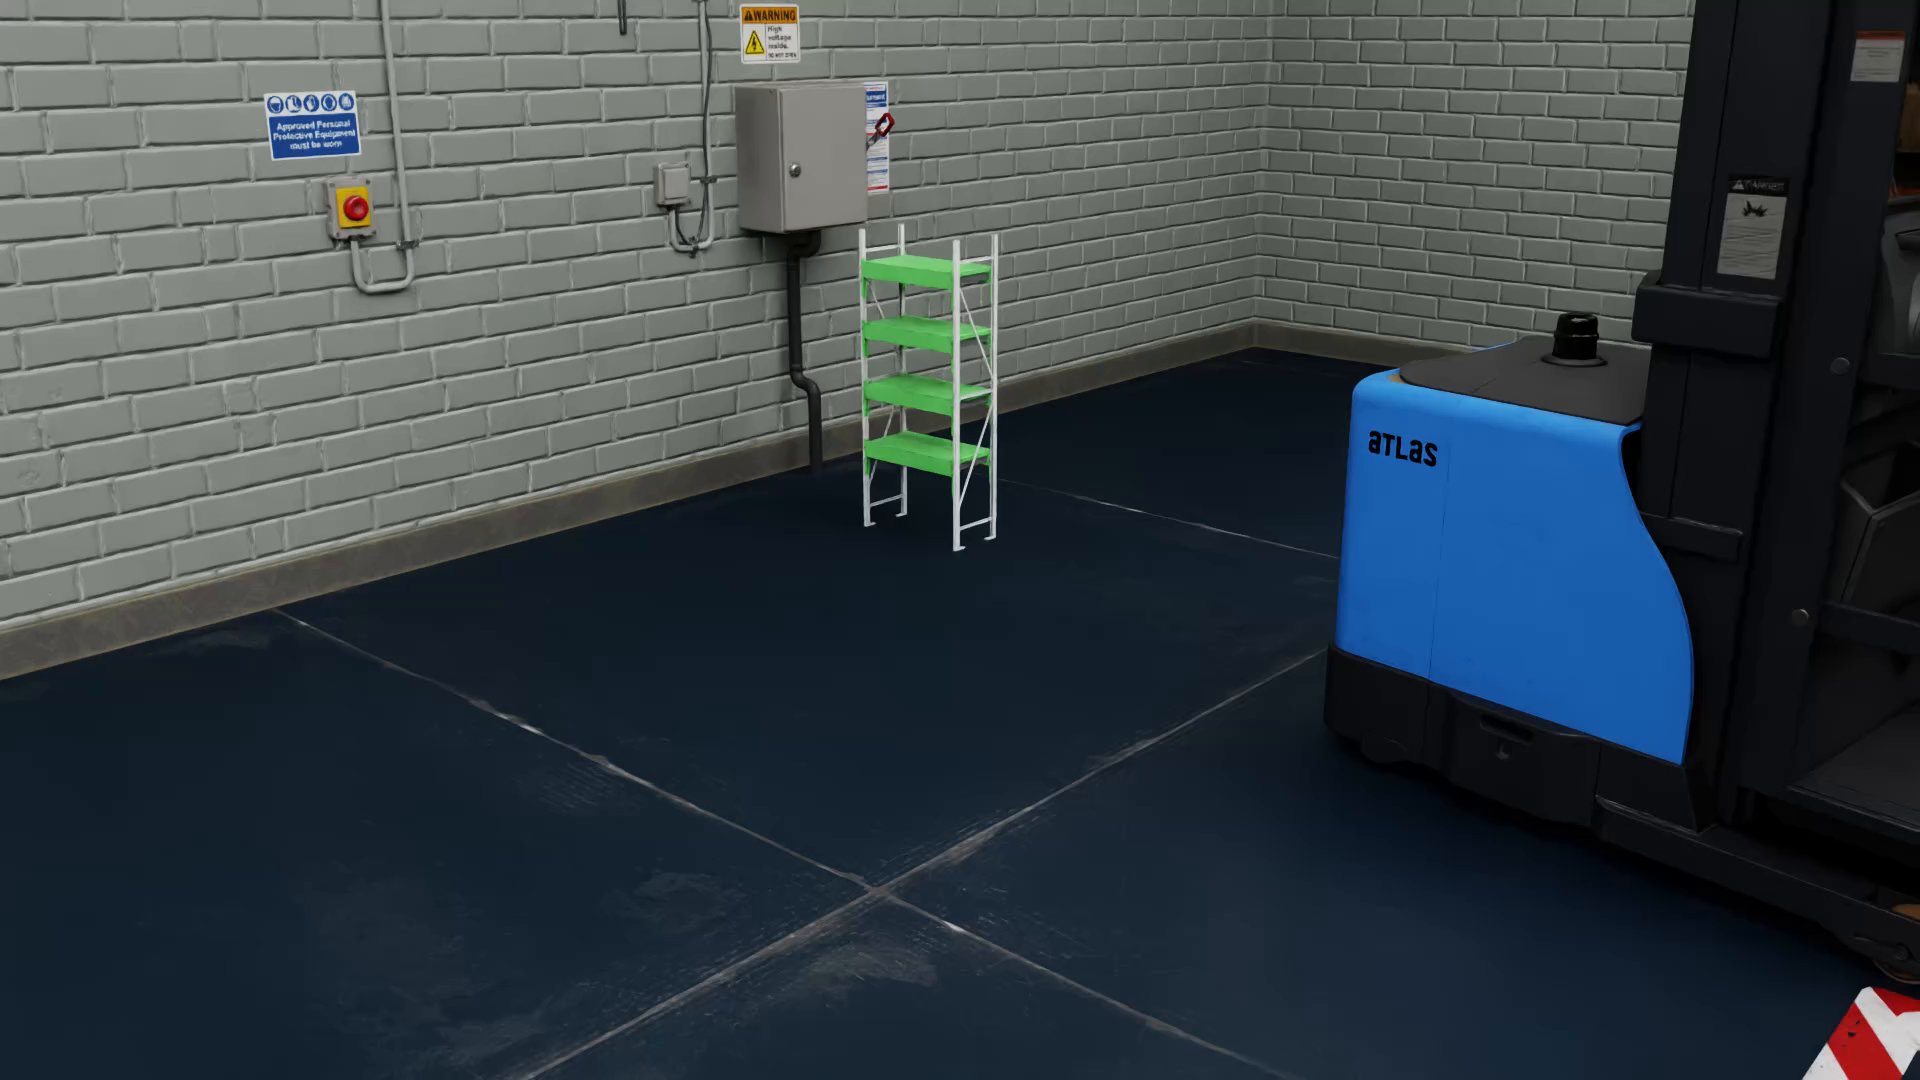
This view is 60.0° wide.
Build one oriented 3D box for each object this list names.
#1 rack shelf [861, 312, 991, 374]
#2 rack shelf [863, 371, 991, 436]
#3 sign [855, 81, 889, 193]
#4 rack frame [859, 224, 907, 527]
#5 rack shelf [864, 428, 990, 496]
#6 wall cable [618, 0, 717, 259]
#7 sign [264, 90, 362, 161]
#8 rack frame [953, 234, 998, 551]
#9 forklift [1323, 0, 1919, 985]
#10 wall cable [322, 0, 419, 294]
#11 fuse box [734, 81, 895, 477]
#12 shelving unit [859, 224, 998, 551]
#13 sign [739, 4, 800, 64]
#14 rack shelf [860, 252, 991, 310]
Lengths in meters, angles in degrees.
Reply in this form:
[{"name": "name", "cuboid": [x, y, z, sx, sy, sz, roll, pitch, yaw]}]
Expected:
[{"name": "rack shelf", "cuboid": [-0.124, -0.773, 6.482, 0.480, 0.148, 0.258, 15, 23, 39]}, {"name": "rack shelf", "cuboid": [-0.124, -0.544, 6.554, 0.480, 0.148, 0.258, 15, 23, 39]}, {"name": "sign", "cuboid": [-0.439, -1.833, 7.585, 0.001, 0.494, 0.329, 15, 23, 39]}, {"name": "rack frame", "cuboid": [-0.306, -0.654, 6.689, 0.015, 1.200, 0.240, 15, 23, 39]}, {"name": "rack shelf", "cuboid": [-0.124, -0.315, 6.627, 0.480, 0.148, 0.258, 15, 23, 39]}, {"name": "wall cable", "cuboid": [-1.183, -2.086, 6.547, 0.122, 1.984, 0.588, 15, 23, 39]}, {"name": "sign", "cuboid": [-2.193, -1.409, 5.645, 0.001, 0.218, 0.327, 15, 23, 39]}, {"name": "rack frame", "cuboid": [0.059, -0.556, 6.381, 0.015, 1.200, 0.240, 15, 23, 39]}, {"name": "forklift", "cuboid": [2.379, -0.567, 3.554, 1.130, 2.935, 3.031, -15, 23, -39]}, {"name": "wall cable", "cuboid": [-2.116, -1.778, 5.524, 0.123, 1.953, 0.585, 15, 23, 39]}, {"name": "fuse box", "cuboid": [-0.612, -1.111, 7.282, 0.414, 1.711, 0.539, 15, 23, 39]}, {"name": "shelving unit", "cuboid": [-0.124, -0.605, 6.535, 0.503, 1.200, 0.258, 15, 23, 39]}, {"name": "sign", "cuboid": [-0.804, -2.147, 7.054, 0.001, 0.242, 0.339, 15, 23, 39]}, {"name": "rack shelf", "cuboid": [-0.124, -1.002, 6.409, 0.480, 0.148, 0.258, 15, 23, 39]}]
